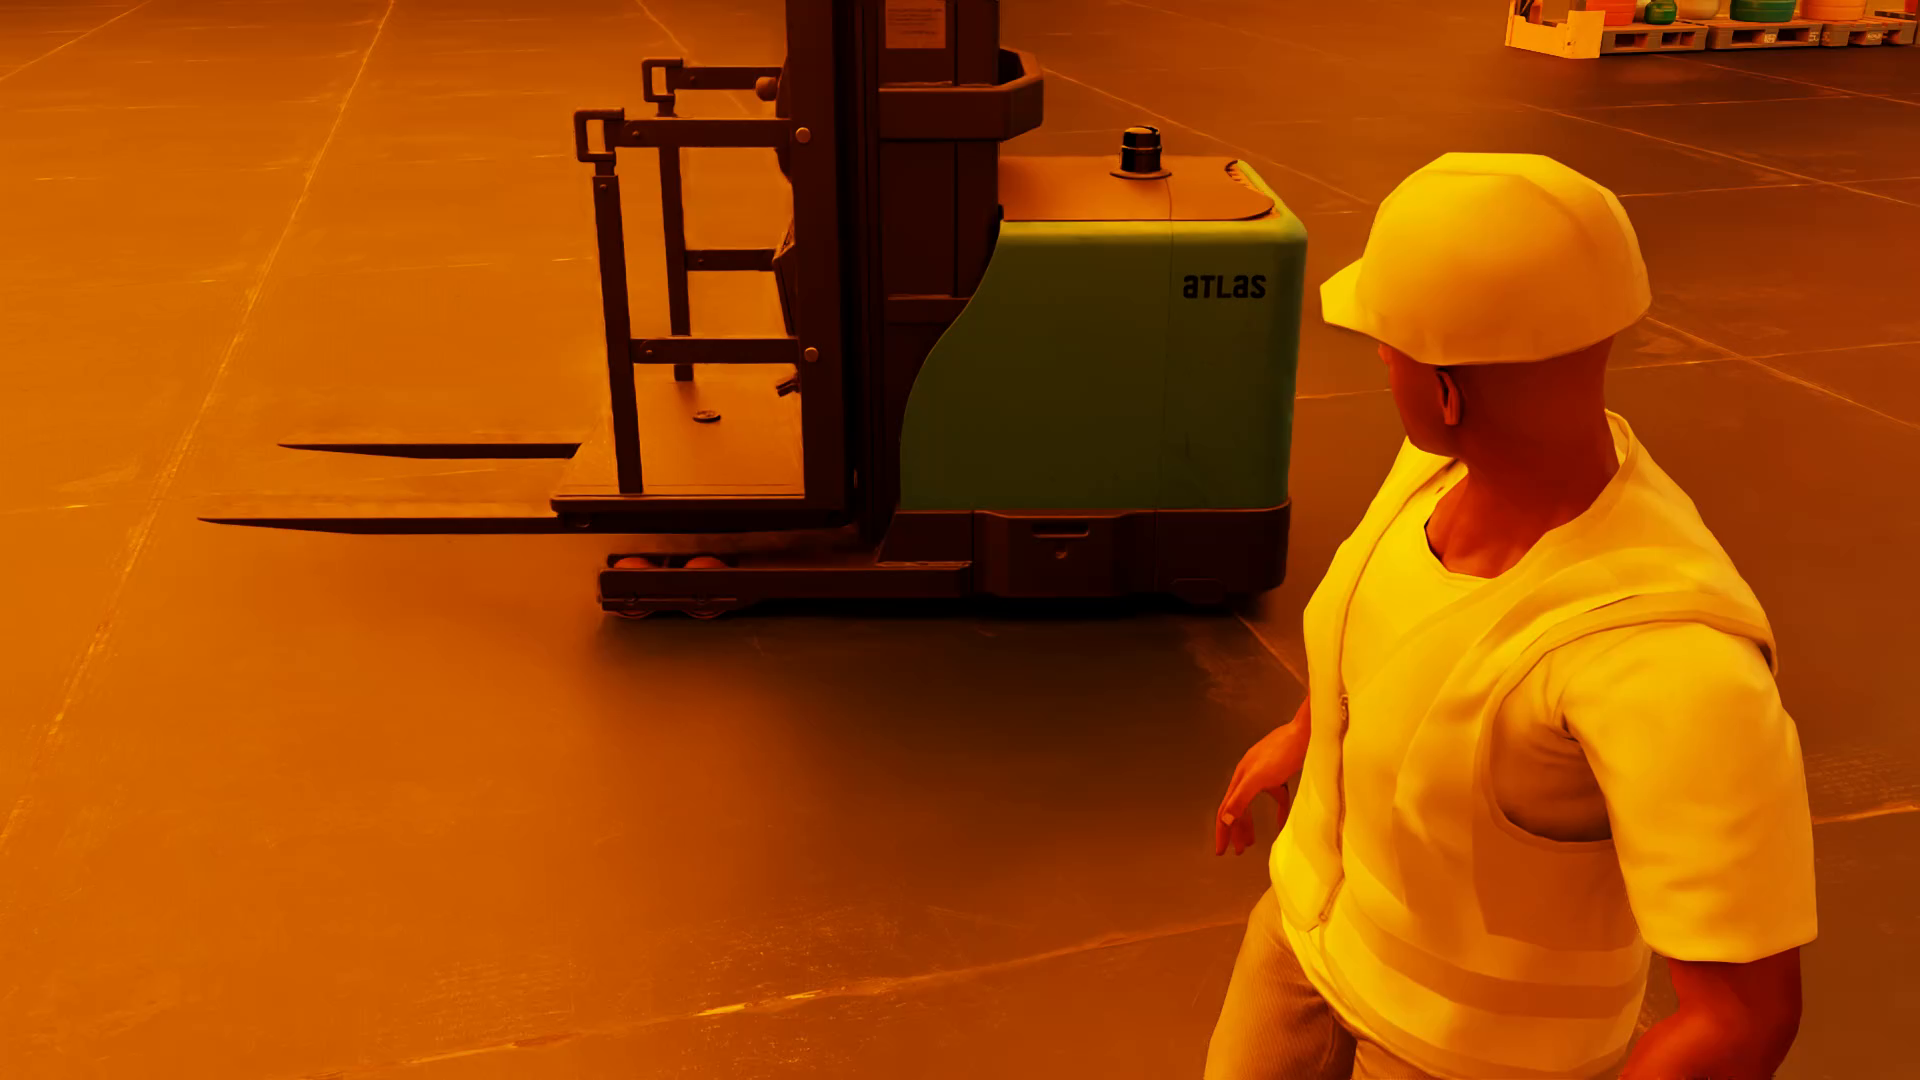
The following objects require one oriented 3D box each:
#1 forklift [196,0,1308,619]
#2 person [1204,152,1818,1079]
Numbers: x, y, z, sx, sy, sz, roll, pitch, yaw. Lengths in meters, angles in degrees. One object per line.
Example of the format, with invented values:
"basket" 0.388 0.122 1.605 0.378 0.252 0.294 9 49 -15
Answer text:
"forklift" -0.617 -1.341 4.460 3.031 2.935 1.130 0 23 -1
"person" 0.435 0.469 1.727 0.524 1.745 0.795 -7 24 -17
